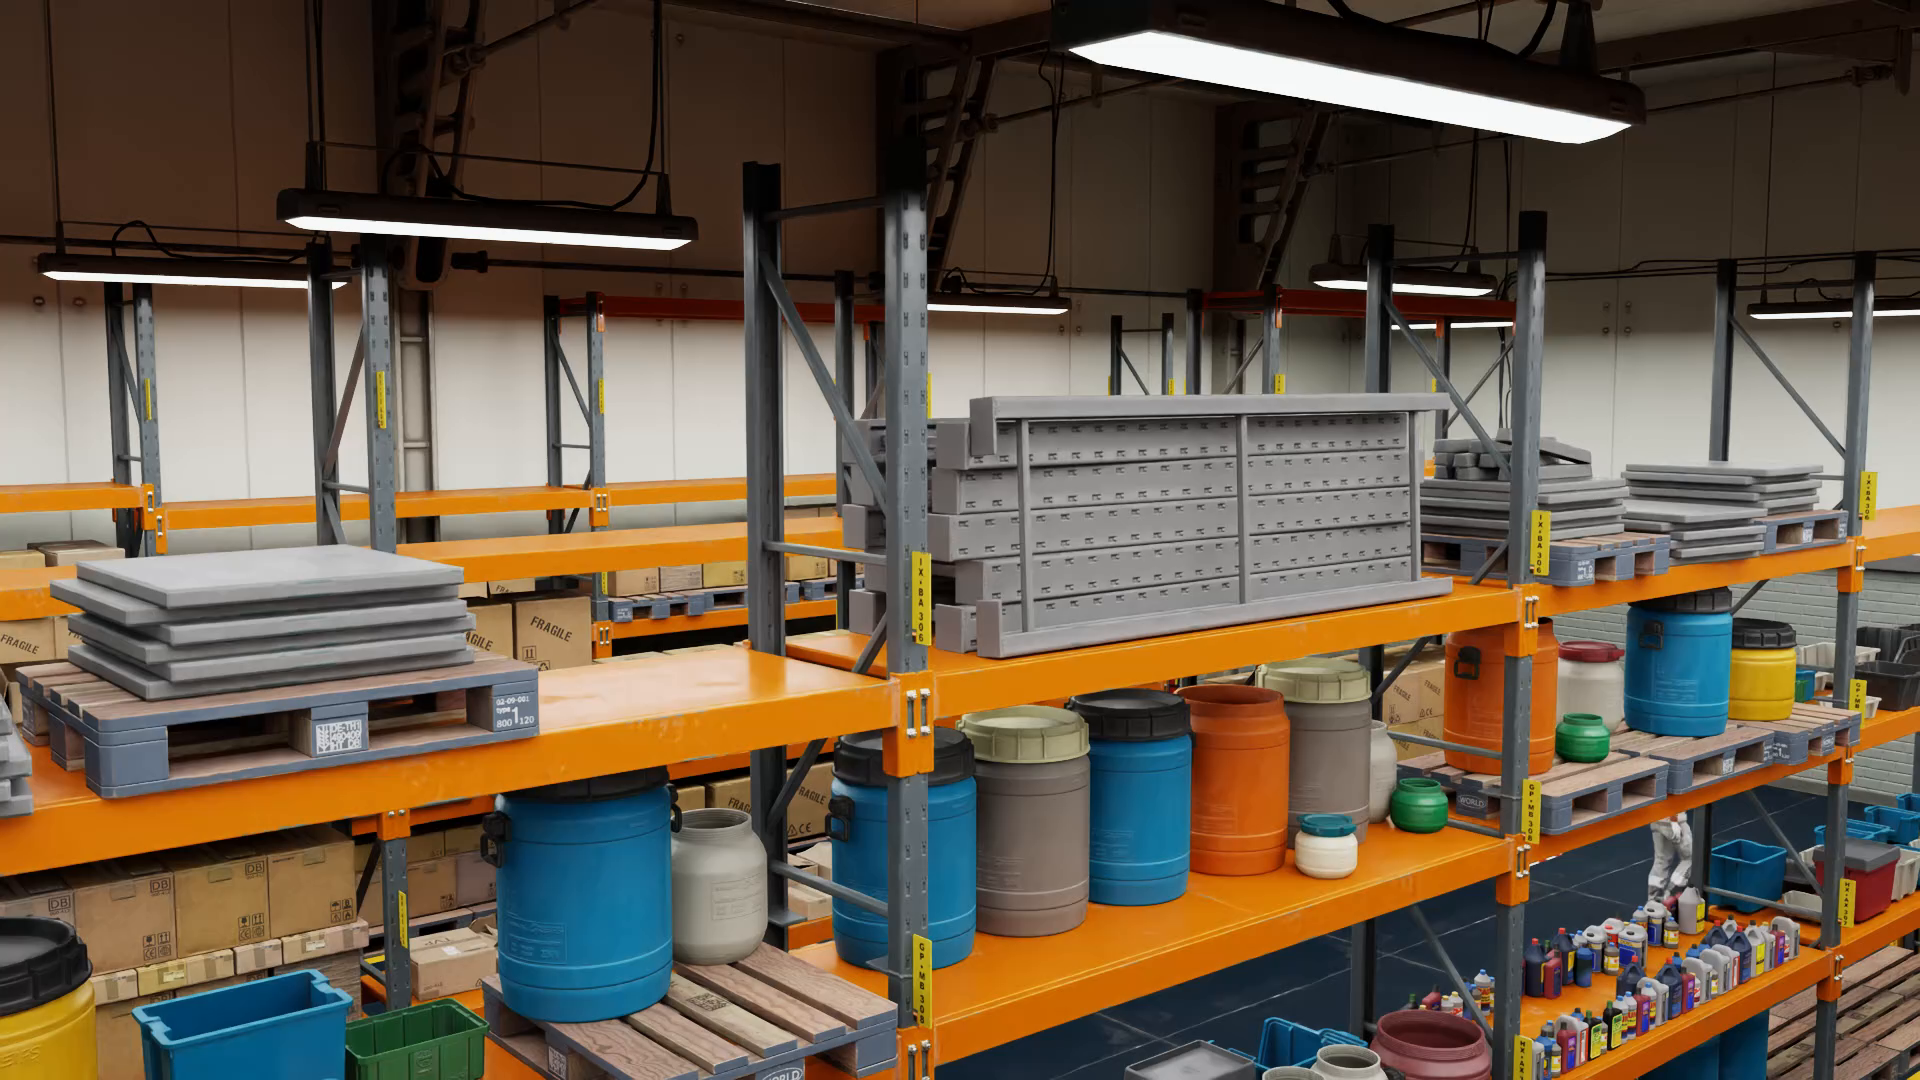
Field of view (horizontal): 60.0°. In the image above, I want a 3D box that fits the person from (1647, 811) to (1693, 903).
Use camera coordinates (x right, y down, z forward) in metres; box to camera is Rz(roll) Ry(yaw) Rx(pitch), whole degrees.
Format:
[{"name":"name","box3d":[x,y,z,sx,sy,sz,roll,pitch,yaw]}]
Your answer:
[{"name":"person","box3d":[6.857,2.728,16.039,0.423,1.786,0.609,0,6,-3]}]
